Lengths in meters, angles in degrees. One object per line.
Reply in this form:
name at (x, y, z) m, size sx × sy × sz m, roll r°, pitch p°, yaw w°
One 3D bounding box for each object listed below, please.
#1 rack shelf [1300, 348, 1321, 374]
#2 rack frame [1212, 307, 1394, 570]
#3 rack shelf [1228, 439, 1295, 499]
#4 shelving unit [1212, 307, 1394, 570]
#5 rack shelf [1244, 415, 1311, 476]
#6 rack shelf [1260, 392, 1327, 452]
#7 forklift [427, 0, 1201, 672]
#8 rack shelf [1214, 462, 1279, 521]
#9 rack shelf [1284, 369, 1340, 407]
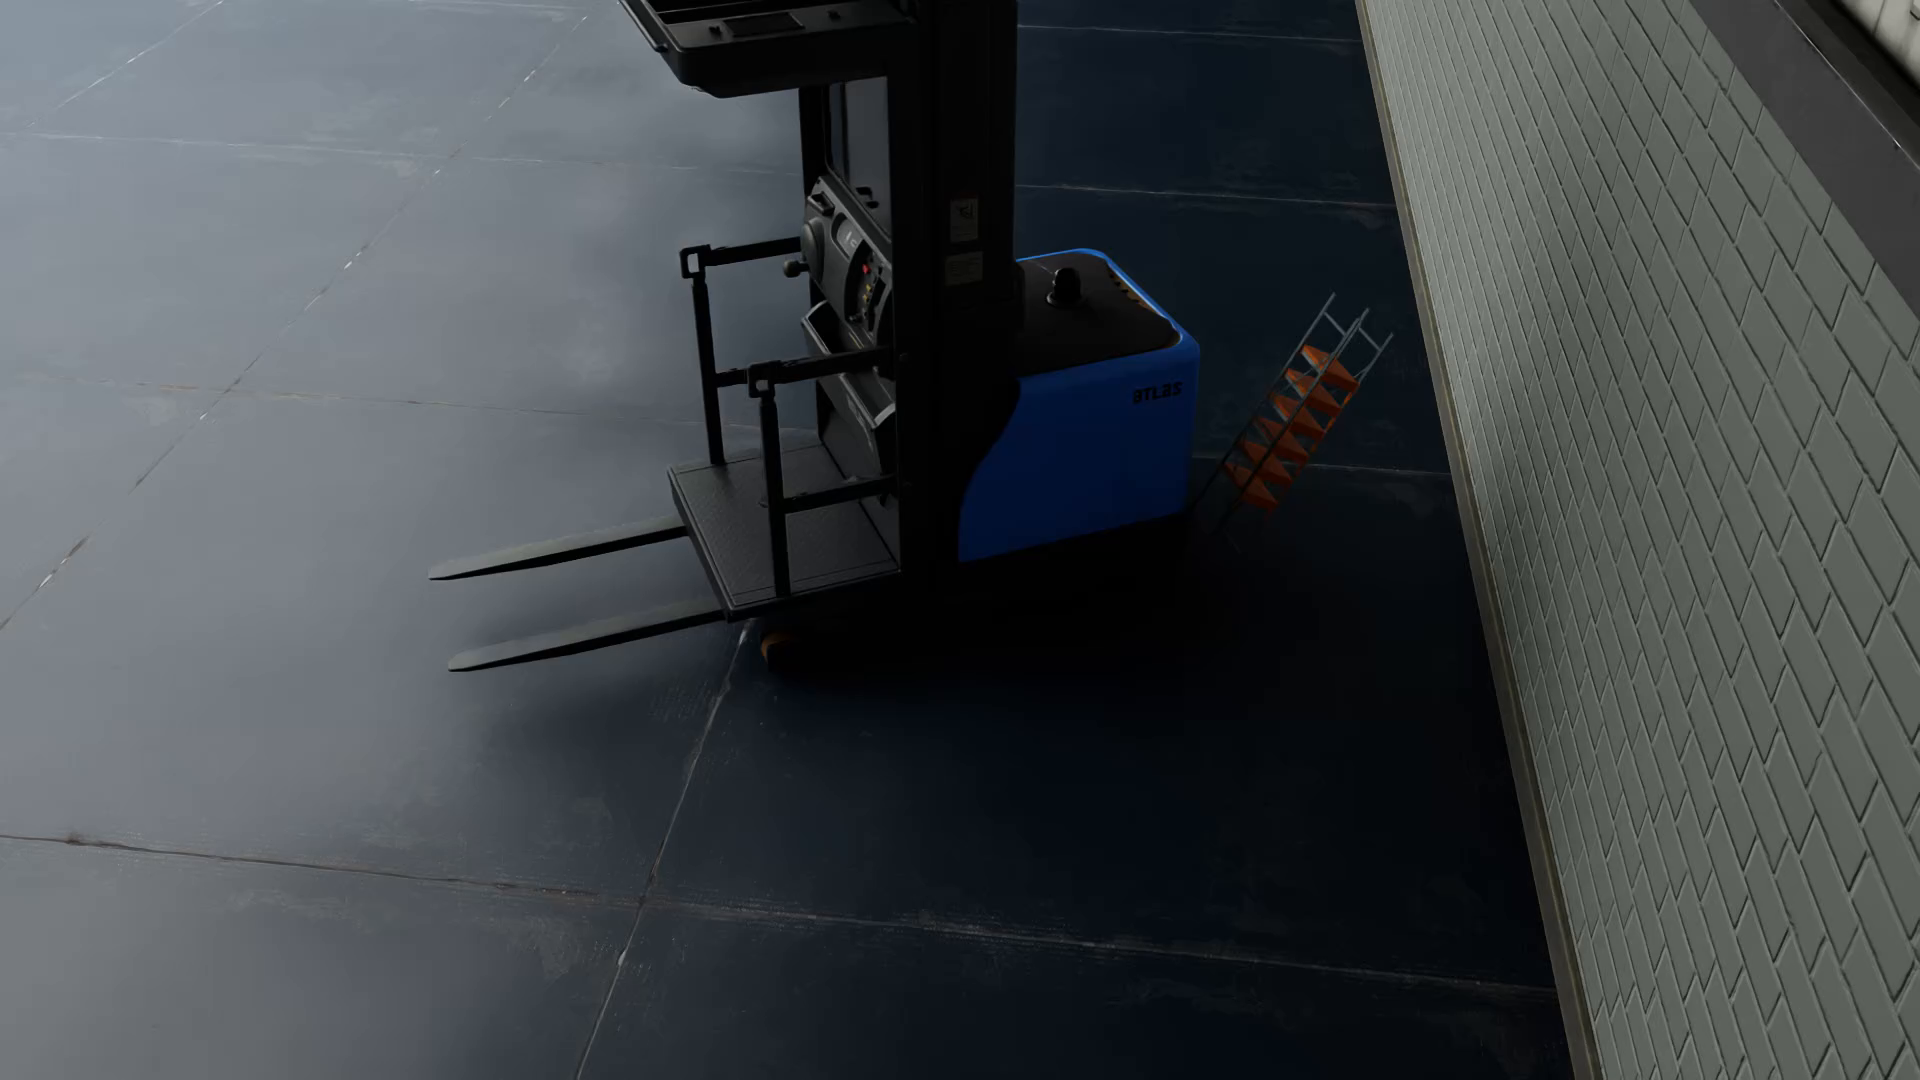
rack shelf at (1.485, -0.695, 6.733) m, size 0.166 × 0.020 × 0.199 m, roll 17°, pitch 28°, yaw -27°
rack frame at (1.406, -0.409, 6.913) m, size 0.006 × 1.200 × 0.240 m, roll 17°, pitch 28°, yaw -27°
rack shelf at (1.251, -0.304, 6.939) m, size 0.180 × 0.103 × 0.258 m, roll 17°, pitch 28°, yaw -27°
shelving unit at (1.330, -0.432, 6.872) m, size 0.184 × 1.200 × 0.258 m, roll 17°, pitch 28°, yaw -27°
rack shelf at (1.307, -0.398, 6.889) m, size 0.180 × 0.103 × 0.258 m, roll 17°, pitch 28°, yaw -27°
rack shelf at (1.363, -0.492, 6.840) m, size 0.180 × 0.103 × 0.258 m, roll 17°, pitch 28°, yaw -27°
forklift at (-0.613, -0.971, 6.203) m, size 3.031 × 2.797 × 1.129 m, roll -13°, pitch 37°, yaw -17°
rack shelf at (1.195, -0.211, 6.989) m, size 0.180 × 0.103 × 0.258 m, roll 17°, pitch 28°, yaw -27°
rack shelf at (1.432, -0.607, 6.779) m, size 0.171 × 0.034 × 0.221 m, roll 17°, pitch 28°, yaw -27°
